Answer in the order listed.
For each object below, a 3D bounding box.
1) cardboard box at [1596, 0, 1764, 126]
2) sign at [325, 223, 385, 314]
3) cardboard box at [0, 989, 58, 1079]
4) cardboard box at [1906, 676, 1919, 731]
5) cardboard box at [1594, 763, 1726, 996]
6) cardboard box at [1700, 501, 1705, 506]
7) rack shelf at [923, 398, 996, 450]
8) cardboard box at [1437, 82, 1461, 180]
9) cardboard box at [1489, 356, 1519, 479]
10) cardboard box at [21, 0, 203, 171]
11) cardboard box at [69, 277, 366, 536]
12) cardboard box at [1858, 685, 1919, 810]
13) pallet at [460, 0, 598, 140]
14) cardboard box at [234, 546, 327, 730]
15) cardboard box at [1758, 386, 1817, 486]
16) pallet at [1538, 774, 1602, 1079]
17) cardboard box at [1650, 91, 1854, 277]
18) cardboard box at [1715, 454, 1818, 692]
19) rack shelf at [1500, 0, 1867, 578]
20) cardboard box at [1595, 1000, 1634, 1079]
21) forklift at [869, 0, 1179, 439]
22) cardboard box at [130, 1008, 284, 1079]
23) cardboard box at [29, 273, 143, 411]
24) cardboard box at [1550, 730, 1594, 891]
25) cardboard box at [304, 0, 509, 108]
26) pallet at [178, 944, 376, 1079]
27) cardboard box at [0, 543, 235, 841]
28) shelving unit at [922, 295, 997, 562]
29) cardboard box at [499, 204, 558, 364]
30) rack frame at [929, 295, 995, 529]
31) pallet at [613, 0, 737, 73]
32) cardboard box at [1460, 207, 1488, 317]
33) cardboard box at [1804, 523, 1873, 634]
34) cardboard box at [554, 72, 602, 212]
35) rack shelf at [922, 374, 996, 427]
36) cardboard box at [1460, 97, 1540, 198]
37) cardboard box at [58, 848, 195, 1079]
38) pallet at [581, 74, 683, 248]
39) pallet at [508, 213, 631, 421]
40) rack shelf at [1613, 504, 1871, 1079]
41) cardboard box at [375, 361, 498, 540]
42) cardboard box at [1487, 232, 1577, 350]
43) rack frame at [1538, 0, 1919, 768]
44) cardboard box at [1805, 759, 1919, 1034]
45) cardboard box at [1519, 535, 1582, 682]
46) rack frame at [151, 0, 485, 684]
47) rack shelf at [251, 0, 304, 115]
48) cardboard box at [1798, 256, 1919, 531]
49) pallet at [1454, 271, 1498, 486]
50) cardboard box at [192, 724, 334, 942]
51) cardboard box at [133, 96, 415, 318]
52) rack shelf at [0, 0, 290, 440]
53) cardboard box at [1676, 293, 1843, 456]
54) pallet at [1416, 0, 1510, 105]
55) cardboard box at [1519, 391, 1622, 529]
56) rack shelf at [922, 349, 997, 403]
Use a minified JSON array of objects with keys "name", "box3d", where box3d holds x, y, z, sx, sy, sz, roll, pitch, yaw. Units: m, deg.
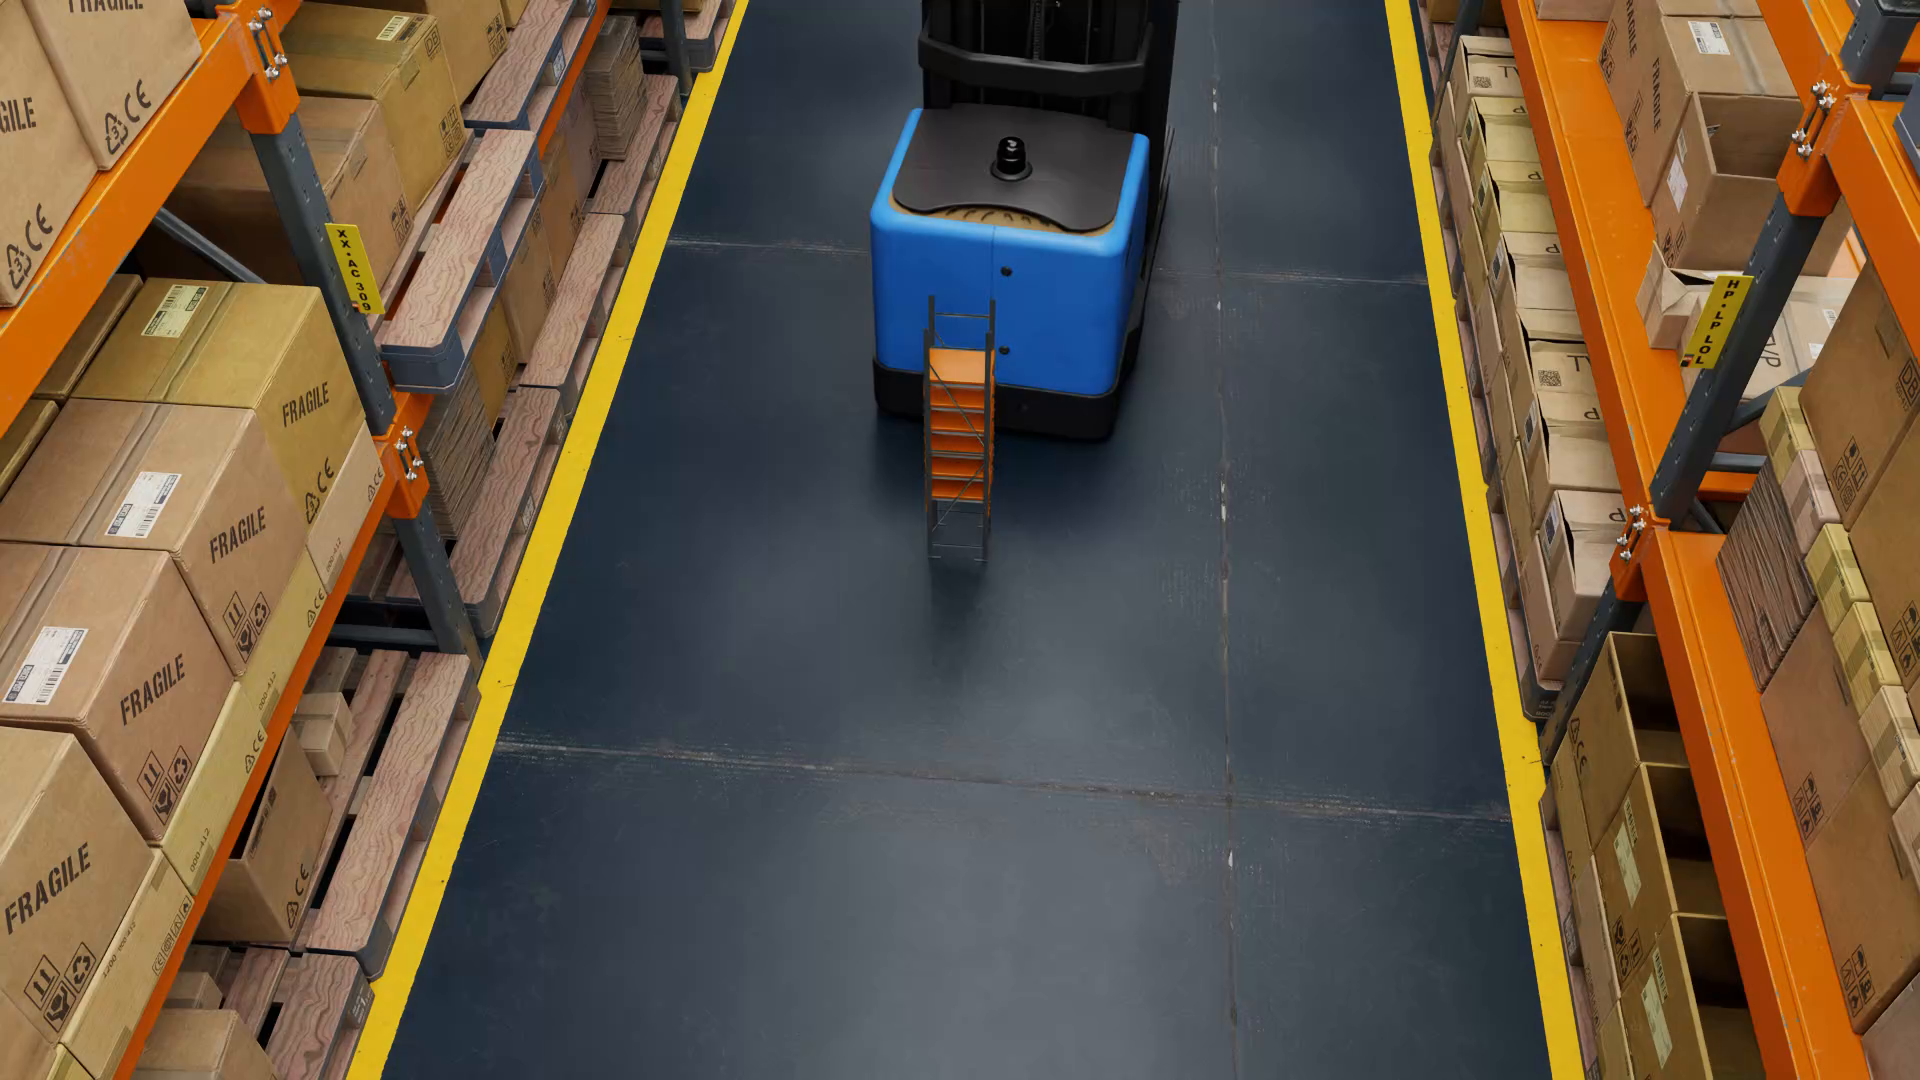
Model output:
[{"name":"cardboard box","box3d":[2.843,-1.941,6.450,0.500,0.500,0.500,2,48,1]},{"name":"sign","box3d":[-1.777,-0.793,4.882,0.100,0.325,0.005,4,48,4]},{"name":"cardboard box","box3d":[-2.232,1.126,3.293,0.500,0.500,0.500,2,48,2]},{"name":"cardboard box","box3d":[2.490,0.393,3.437,0.700,0.500,0.500,4,48,4]},{"name":"cardboard box","box3d":[2.223,1.019,4.882,0.500,0.500,0.500,4,48,4]},{"name":"cardboard box","box3d":[2.952,-0.259,6.179,0.500,0.311,0.500,3,48,3]},{"name":"rack shelf","box3d":[-0.001,-0.445,6.268,0.258,0.103,0.180,4,48,4]},{"name":"cardboard box","box3d":[2.639,-1.990,8.142,0.500,0.250,0.500,4,48,3]},{"name":"cardboard box","box3d":[2.458,-0.487,6.767,0.500,0.250,0.500,5,48,4]},{"name":"cardboard box","box3d":[-2.118,-1.195,3.722,0.500,0.500,0.500,5,48,5]},{"name":"cardboard box","box3d":[-2.053,-0.373,4.664,0.500,0.500,0.500,4,48,3]},{"name":"cardboard box","box3d":[2.306,0.481,3.796,0.380,0.149,0.250,2,48,2]},{"name":"pallet","box3d":[-2.093,-1.949,6.656,1.003,0.211,1.213,4,48,4]},{"name":"cardboard box","box3d":[-2.113,0.246,4.606,0.500,0.250,0.500,4,48,4]},{"name":"cardboard box","box3d":[2.398,-0.270,4.483,0.380,0.149,0.250,4,48,3]},{"name":"pallet","box3d":[2.501,1.321,5.425,1.003,0.211,1.213,4,48,4]},{"name":"cardboard box","box3d":[2.749,-1.186,5.760,0.500,0.500,0.500,7,48,6]},{"name":"cardboard box","box3d":[2.581,0.091,4.592,0.700,0.500,0.500,3,48,3]},{"name":"rack shelf","box3d":[2.797,-1.428,6.537,1.077,0.370,4.000,4,48,4]},{"name":"cardboard box","box3d":[2.170,1.639,4.823,0.500,0.250,0.500,4,48,4]},{"name":"forklift","box3d":[0.427,-2.527,7.101,1.130,2.935,3.031,9,48,8]},{"name":"cardboard box","box3d":[-2.362,1.646,4.634,0.700,0.500,0.500,1,48,1]},{"name":"cardboard box","box3d":[-2.569,-0.410,4.698,0.500,0.500,0.500,3,48,3]},{"name":"cardboard box","box3d":[2.271,0.905,5.494,0.500,0.250,0.500,4,48,4]},{"name":"cardboard box","box3d":[-2.151,-1.982,6.190,0.700,0.500,0.500,10,48,9]},{"name":"pallet","box3d":[-2.453,1.804,4.983,1.003,0.211,1.213,4,48,4]},{"name":"cardboard box","box3d":[-2.150,0.364,3.991,0.500,0.500,0.500,3,48,2]},{"name":"shelving unit","box3d":[-0.001,-0.394,6.323,0.258,1.200,0.189,4,48,4]},{"name":"cardboard box","box3d":[-2.184,-1.134,7.176,0.700,0.500,0.500,4,48,4]},{"name":"rack frame","box3d":[0.007,-0.462,6.385,0.240,1.200,0.006,4,48,4]},{"name":"pallet","box3d":[-1.807,-3.104,9.472,1.003,0.211,1.213,4,48,4]},{"name":"cardboard box","box3d":[2.553,-1.238,7.454,0.500,0.250,0.500,3,48,2]},{"name":"cardboard box","box3d":[2.353,0.104,4.140,0.380,0.149,0.250,3,48,3]},{"name":"cardboard box","box3d":[-2.130,-1.873,7.852,0.700,0.500,0.500,4,48,3]},{"name":"rack shelf","box3d":[-0.001,-0.526,6.179,0.258,0.103,0.180,4,48,4]},{"name":"cardboard box","box3d":[2.600,-1.792,7.581,0.500,0.311,0.500,3,48,3]},{"name":"cardboard box","box3d":[-2.188,0.986,3.929,0.500,0.250,0.500,4,48,4]},{"name":"pallet","box3d":[-2.026,-1.956,8.422,1.003,0.211,1.213,4,48,4]},{"name":"pallet","box3d":[-2.140,-1.062,7.604,1.003,0.211,1.213,4,48,4]},{"name":"rack shelf","box3d":[2.433,1.511,3.849,1.077,0.370,4.000,4,48,4]},{"name":"cardboard box","box3d":[-2.268,-0.379,6.485,0.700,0.500,0.500,5,48,5]},{"name":"cardboard box","box3d":[2.505,-1.040,6.893,0.500,0.311,0.500,3,48,3]},{"name":"rack frame","box3d":[2.615,-0.202,4.928,1.000,3.000,0.127,4,48,4]},{"name":"cardboard box","box3d":[2.490,0.848,3.900,0.700,0.500,0.500,5,48,4]},{"name":"cardboard box","box3d":[2.364,0.260,6.084,0.500,0.250,0.500,3,48,3]},{"name":"rack frame","box3d":[-2.318,-0.532,5.230,1.000,3.000,0.127,4,48,4]},{"name":"rack shelf","box3d":[-2.136,-2.771,5.732,1.077,0.370,4.000,4,48,4]},{"name":"cardboard box","box3d":[2.581,-0.347,4.113,0.700,0.500,0.500,4,48,4]},{"name":"pallet","box3d":[2.752,-0.703,7.276,1.003,0.211,1.213,4,48,4]},{"name":"cardboard box","box3d":[-2.373,0.929,5.290,0.500,0.500,0.500,1,48,1]},{"name":"cardboard box","box3d":[-2.238,-1.086,5.370,0.700,0.500,0.500,4,48,4]},{"name":"rack shelf","box3d":[-2.501,0.168,3.044,1.077,0.370,4.000,4,48,4]},{"name":"cardboard box","box3d":[2.616,-0.516,5.316,0.500,0.250,0.500,7,48,6]},{"name":"pallet","box3d":[3.085,-2.746,9.144,1.003,0.211,1.213,4,48,4]},{"name":"cardboard box","box3d":[2.408,-0.304,6.220,0.500,0.311,0.500,5,48,5]},{"name":"rack shelf","box3d":[-0.001,-0.607,6.091,0.258,0.103,0.180,4,48,4]}]
